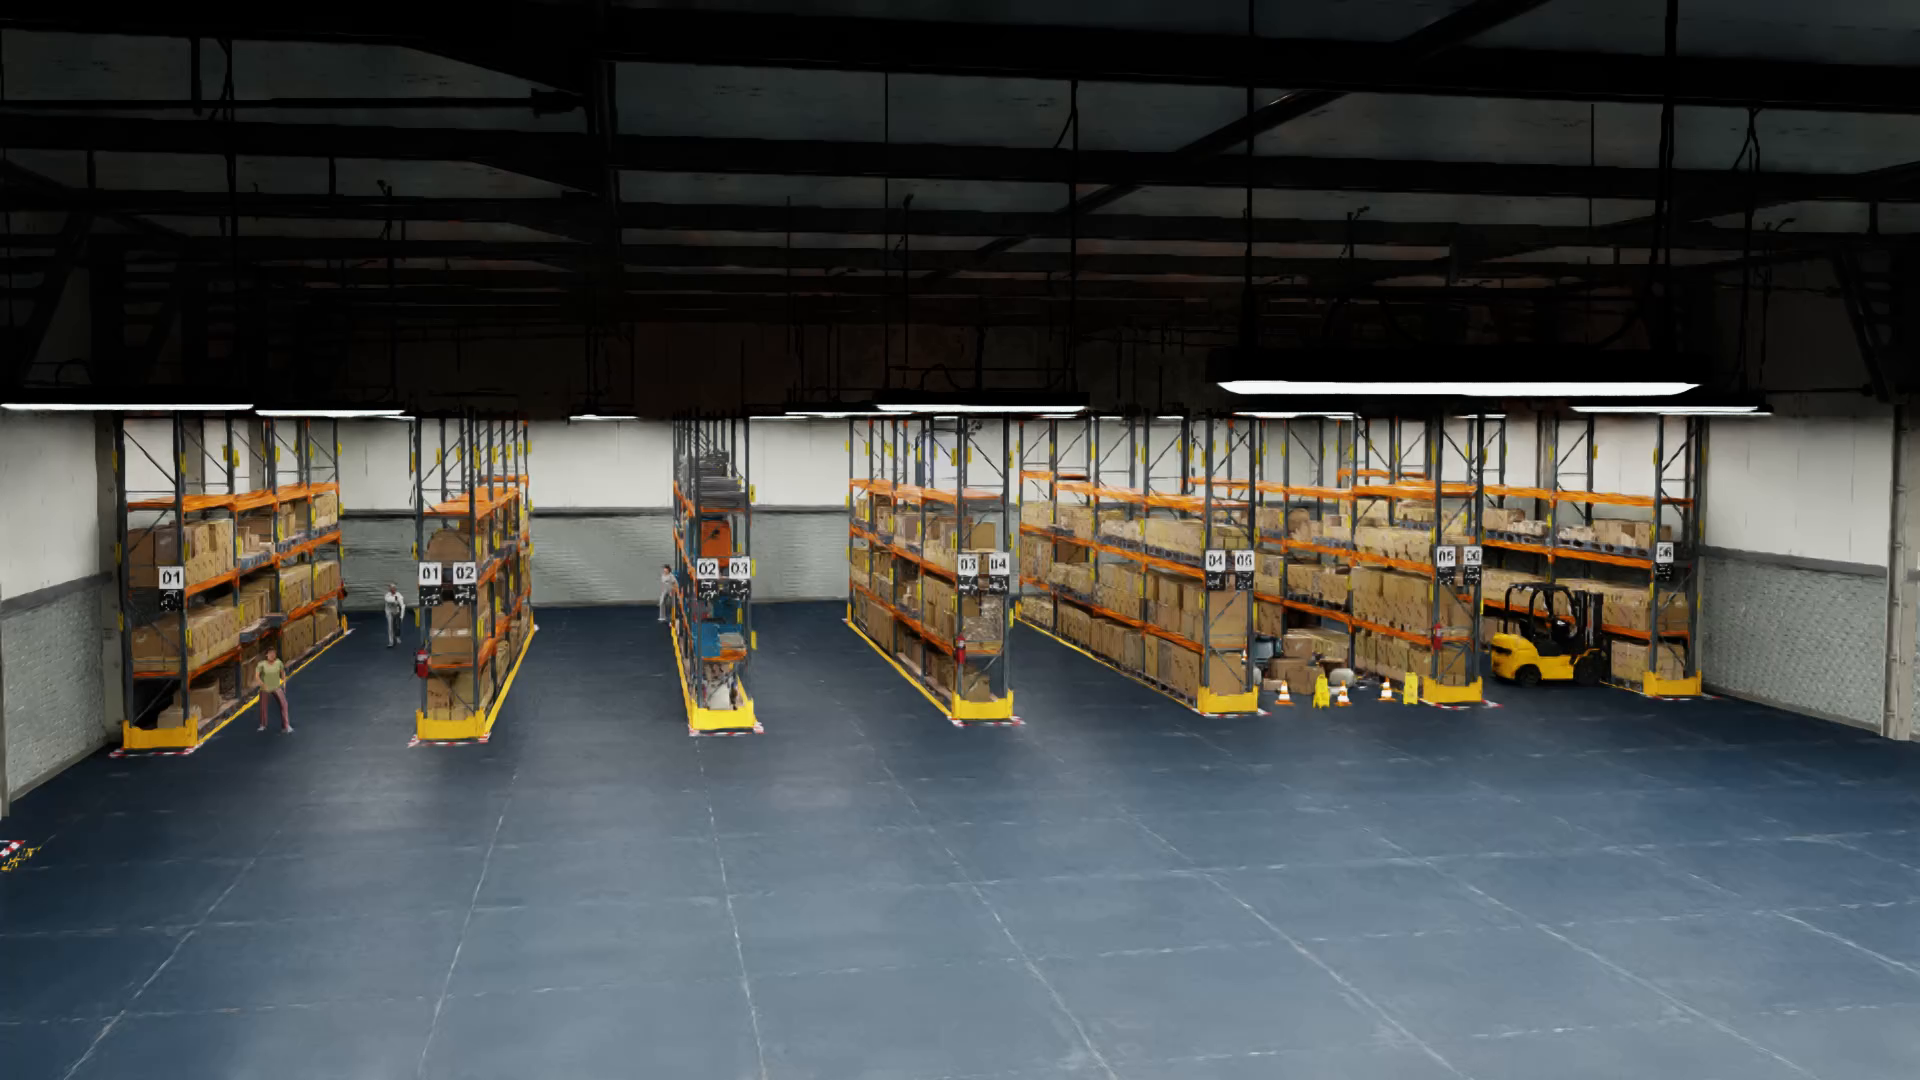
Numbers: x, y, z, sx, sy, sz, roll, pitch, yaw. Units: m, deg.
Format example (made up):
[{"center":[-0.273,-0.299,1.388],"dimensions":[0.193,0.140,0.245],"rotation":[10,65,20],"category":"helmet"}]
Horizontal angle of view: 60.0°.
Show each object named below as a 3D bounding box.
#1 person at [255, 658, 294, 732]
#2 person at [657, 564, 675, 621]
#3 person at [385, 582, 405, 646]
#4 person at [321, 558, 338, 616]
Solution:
[{"center":[-12.651,2.853,30.595],"dimensions":[0.590,1.370,0.801],"rotation":[-2,5,-30],"category":"person"},{"center":[-8.392,1.498,47.880],"dimensions":[0.514,1.636,0.670],"rotation":[2,4,22],"category":"person"},{"center":[-14.470,1.876,42.580],"dimensions":[0.502,1.625,0.997],"rotation":[-1,4,-12],"category":"person"},{"center":[-18.633,1.394,48.720],"dimensions":[0.547,1.744,0.741],"rotation":[3,5,36],"category":"person"}]
